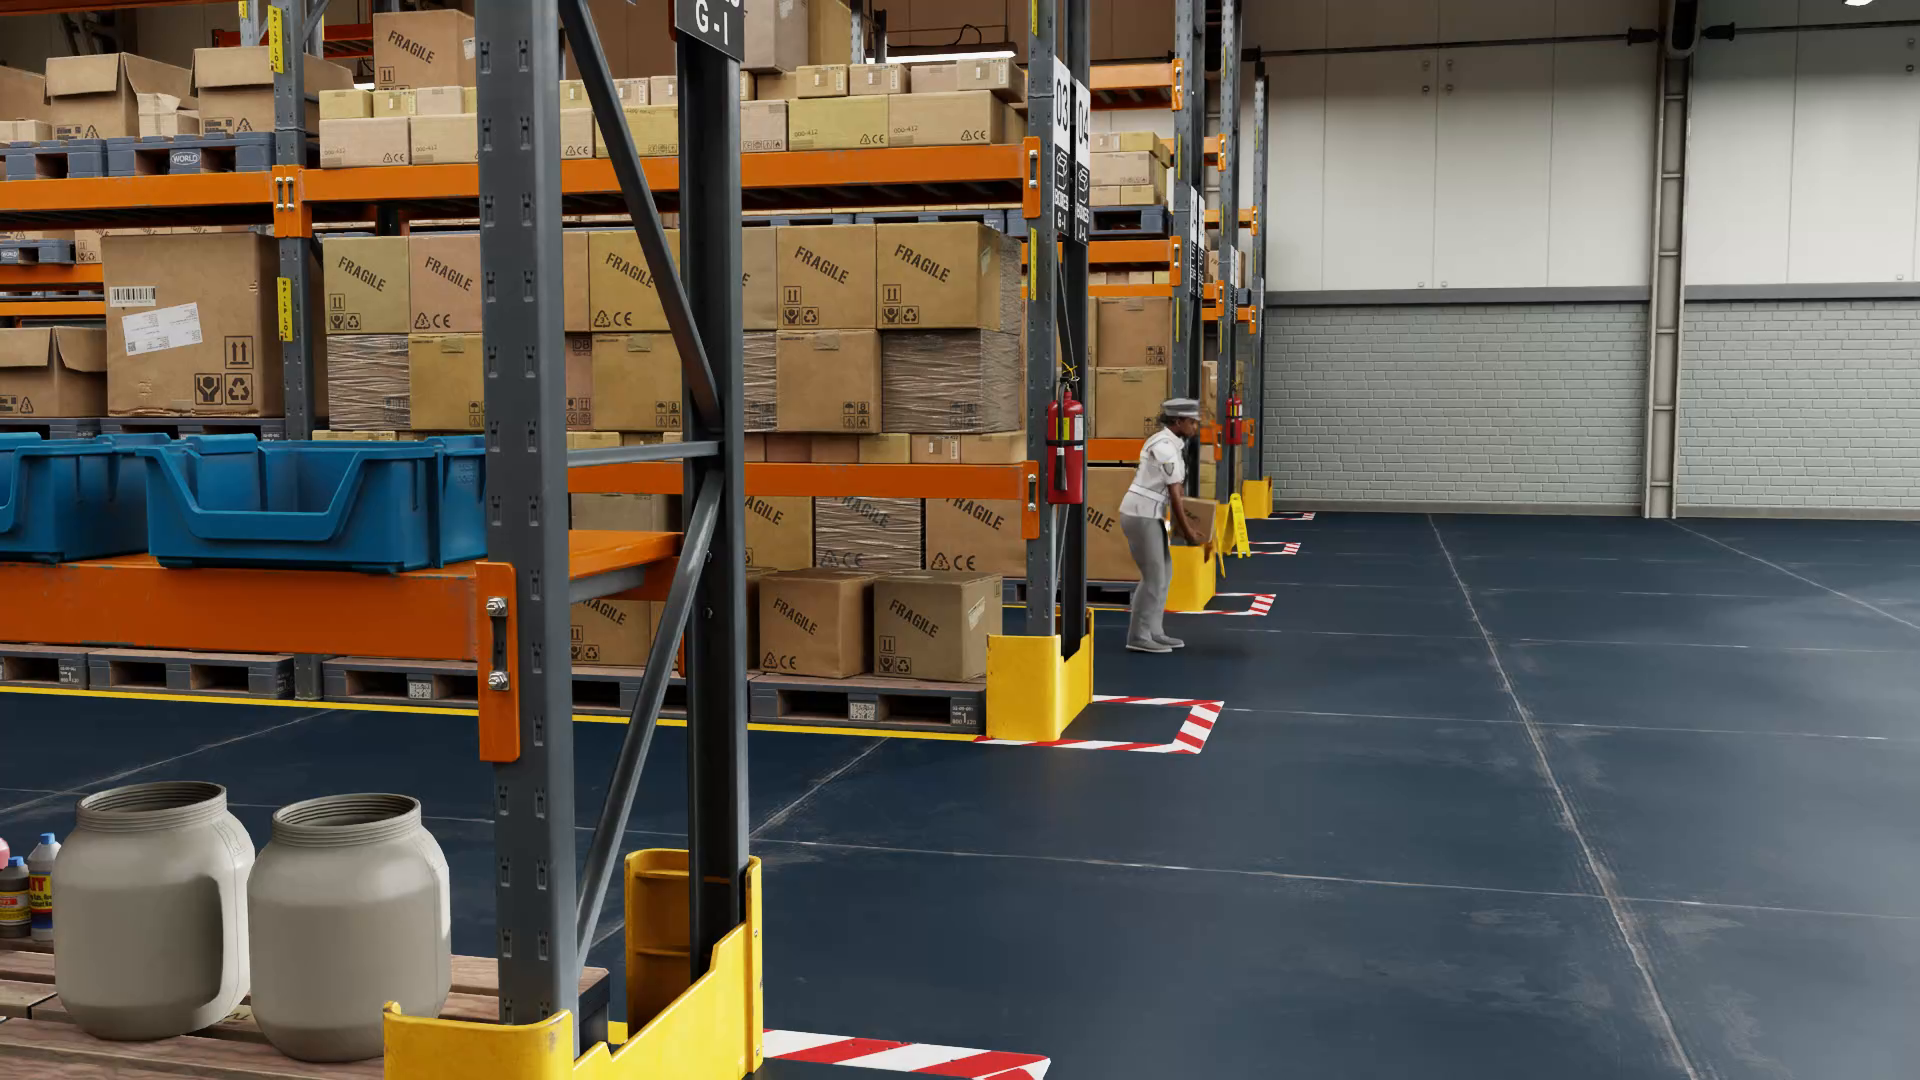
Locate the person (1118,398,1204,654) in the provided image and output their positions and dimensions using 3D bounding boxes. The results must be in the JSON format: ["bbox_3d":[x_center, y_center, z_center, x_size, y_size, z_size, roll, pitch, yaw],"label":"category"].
[{"bbox_3d":[1.301,-0.095,10.672,0.561,1.623,0.414,1,5,13],"label":"person"}]
